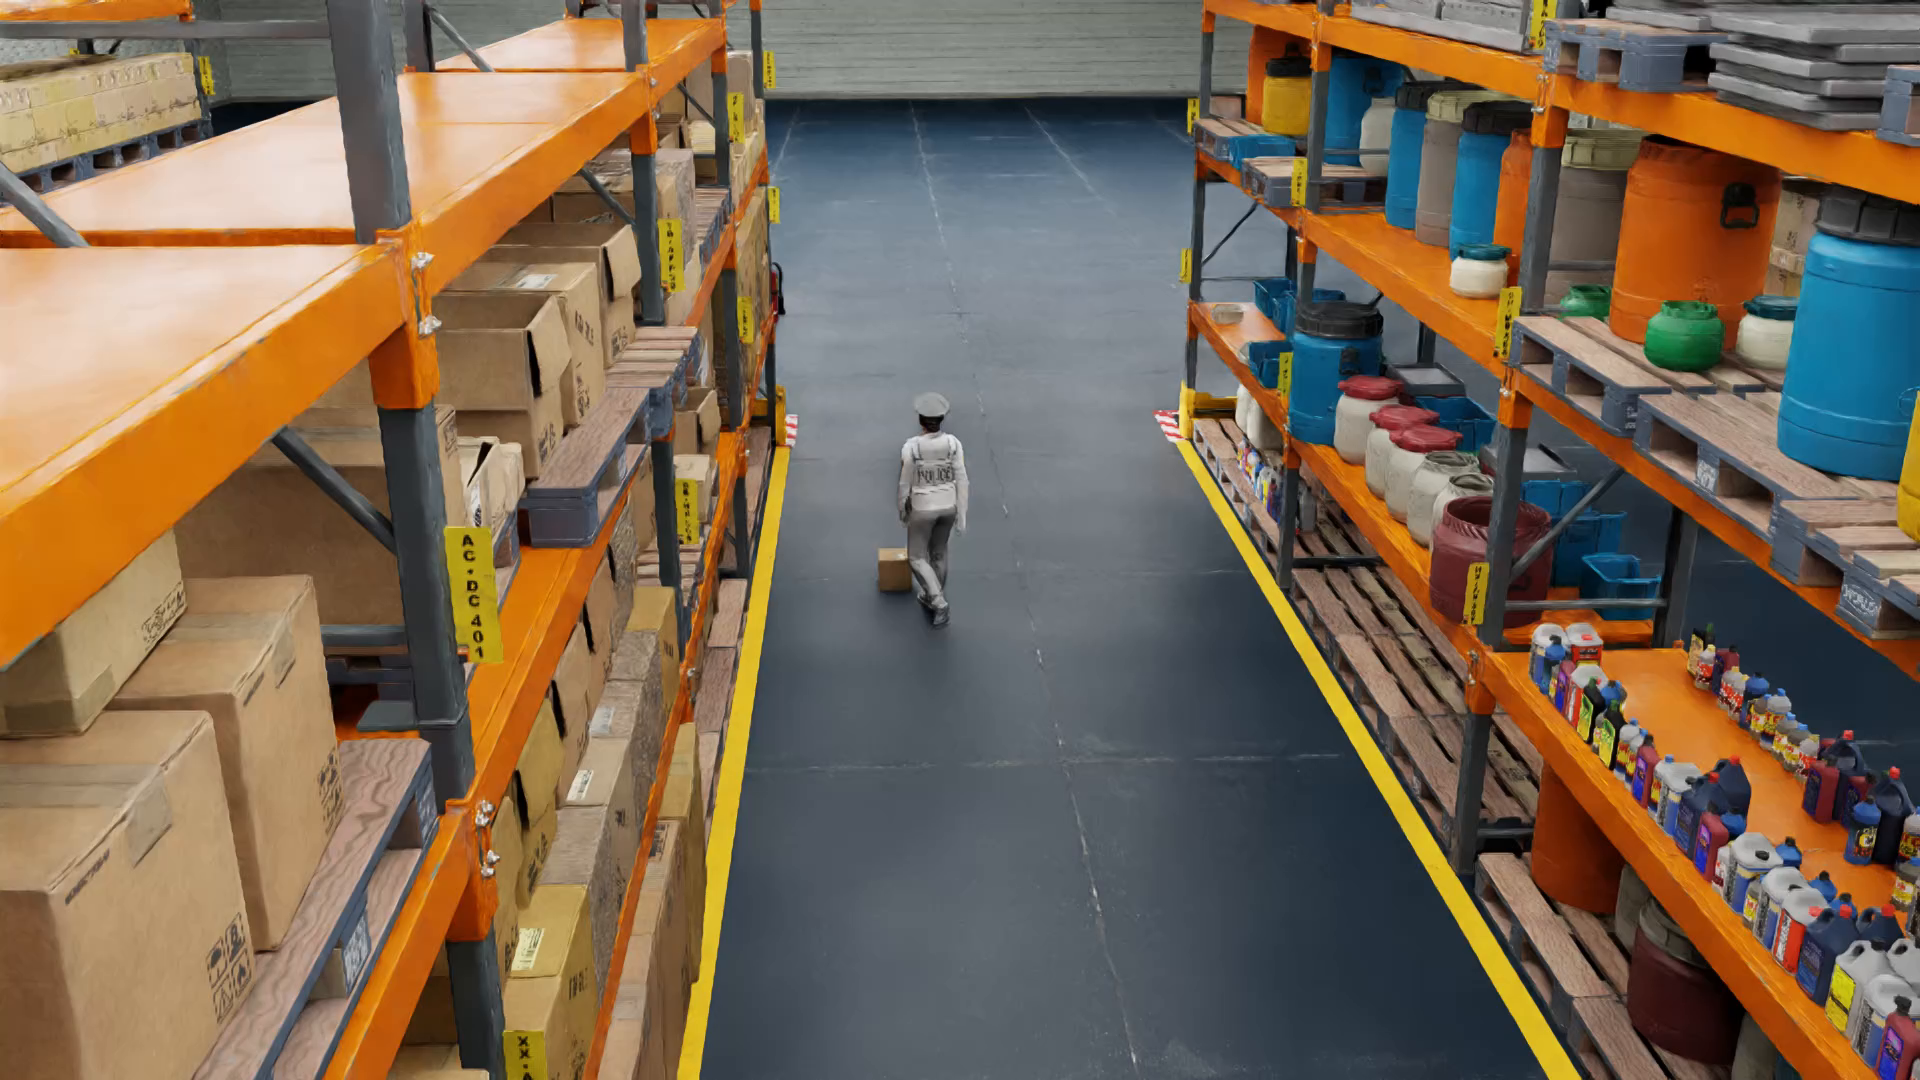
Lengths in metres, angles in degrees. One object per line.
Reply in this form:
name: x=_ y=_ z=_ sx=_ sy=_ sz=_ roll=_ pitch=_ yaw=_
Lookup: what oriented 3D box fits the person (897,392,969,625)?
person: x=-0.187 y=-0.218 z=11.617 sx=0.467 sy=1.665 sz=0.791 roll=-9 pitch=22 yaw=-22
